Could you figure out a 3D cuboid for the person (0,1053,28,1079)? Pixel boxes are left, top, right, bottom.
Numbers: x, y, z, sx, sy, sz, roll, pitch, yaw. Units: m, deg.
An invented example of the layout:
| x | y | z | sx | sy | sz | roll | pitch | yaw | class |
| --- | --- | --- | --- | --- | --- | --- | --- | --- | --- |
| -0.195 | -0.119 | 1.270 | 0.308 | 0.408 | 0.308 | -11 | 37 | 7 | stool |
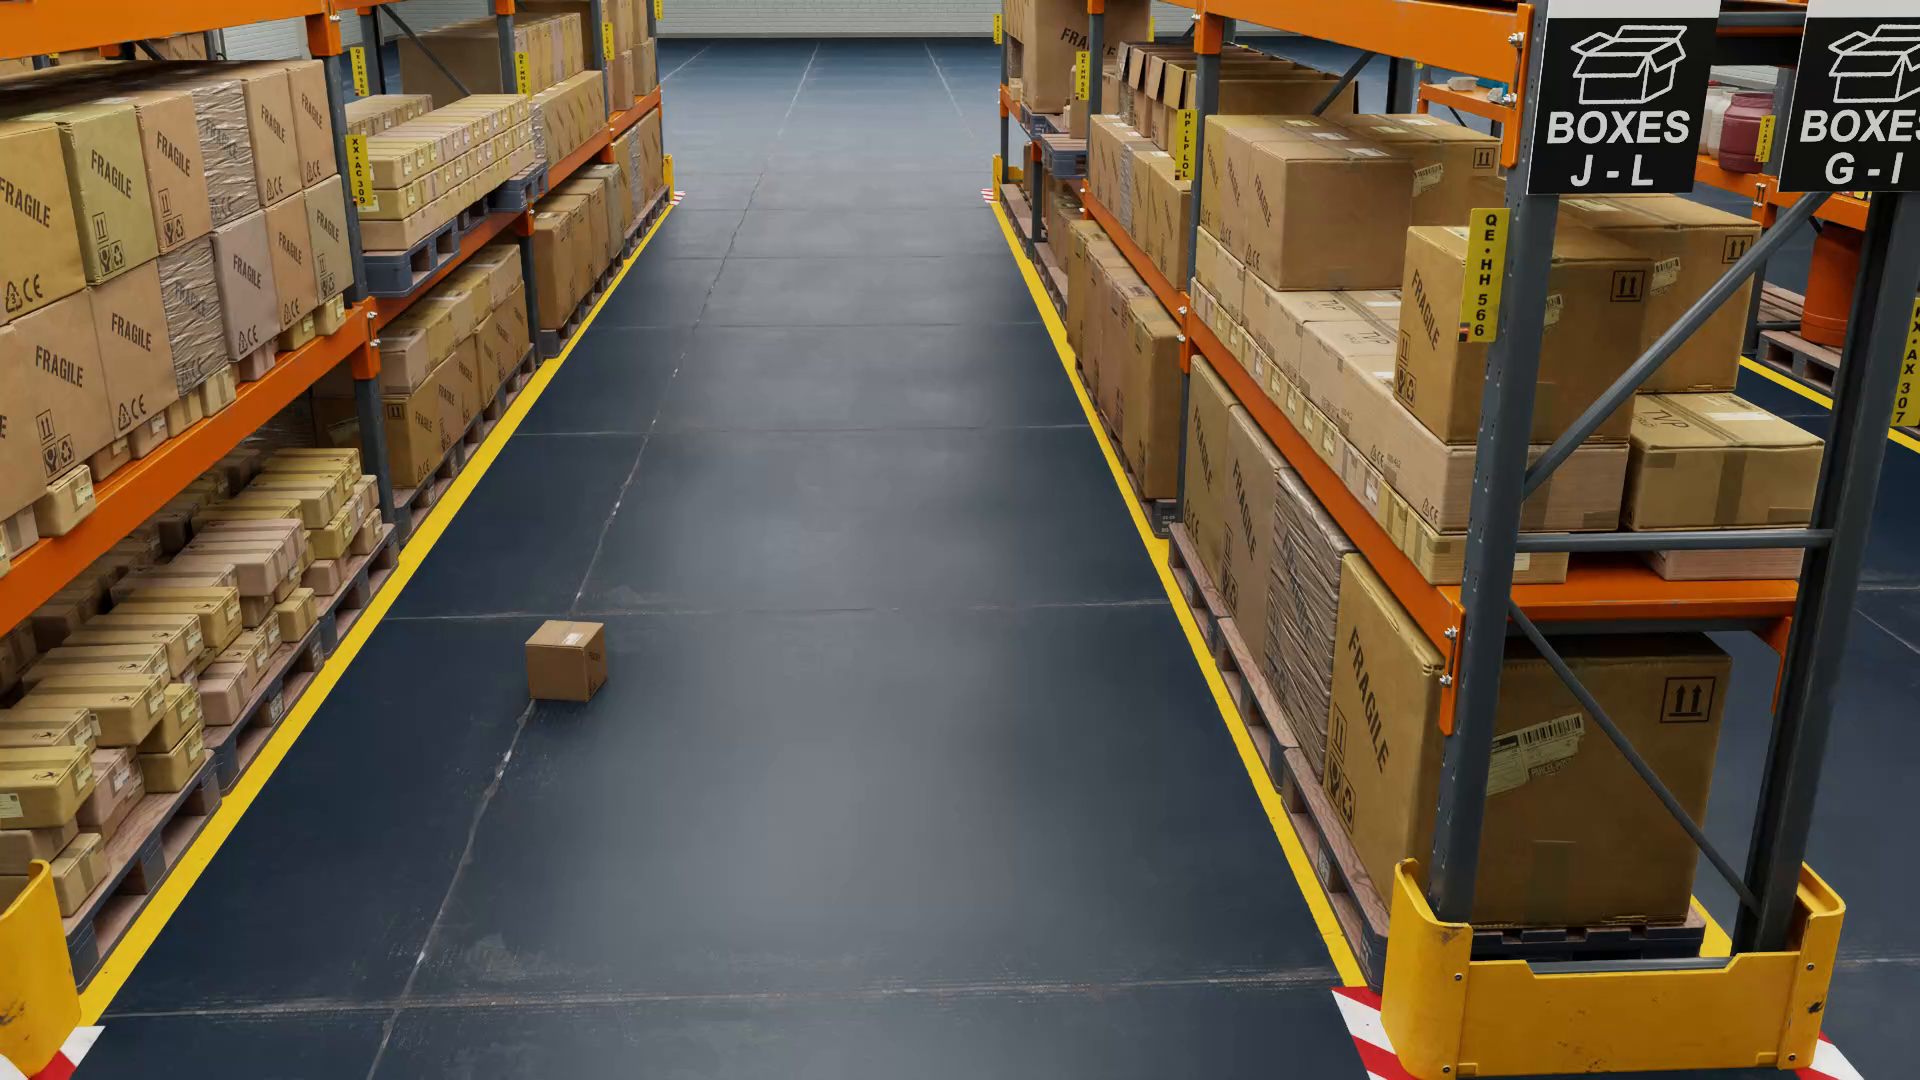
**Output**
| x | y | z | sx | sy | sz | roll | pitch | yaw | class |
| --- | --- | --- | --- | --- | --- | --- | --- | --- | --- |
| -2.162 | 1.048 | 3.191 | 1.025 | 1.725 | 0.624 | -15 | 25 | -35 | person |
